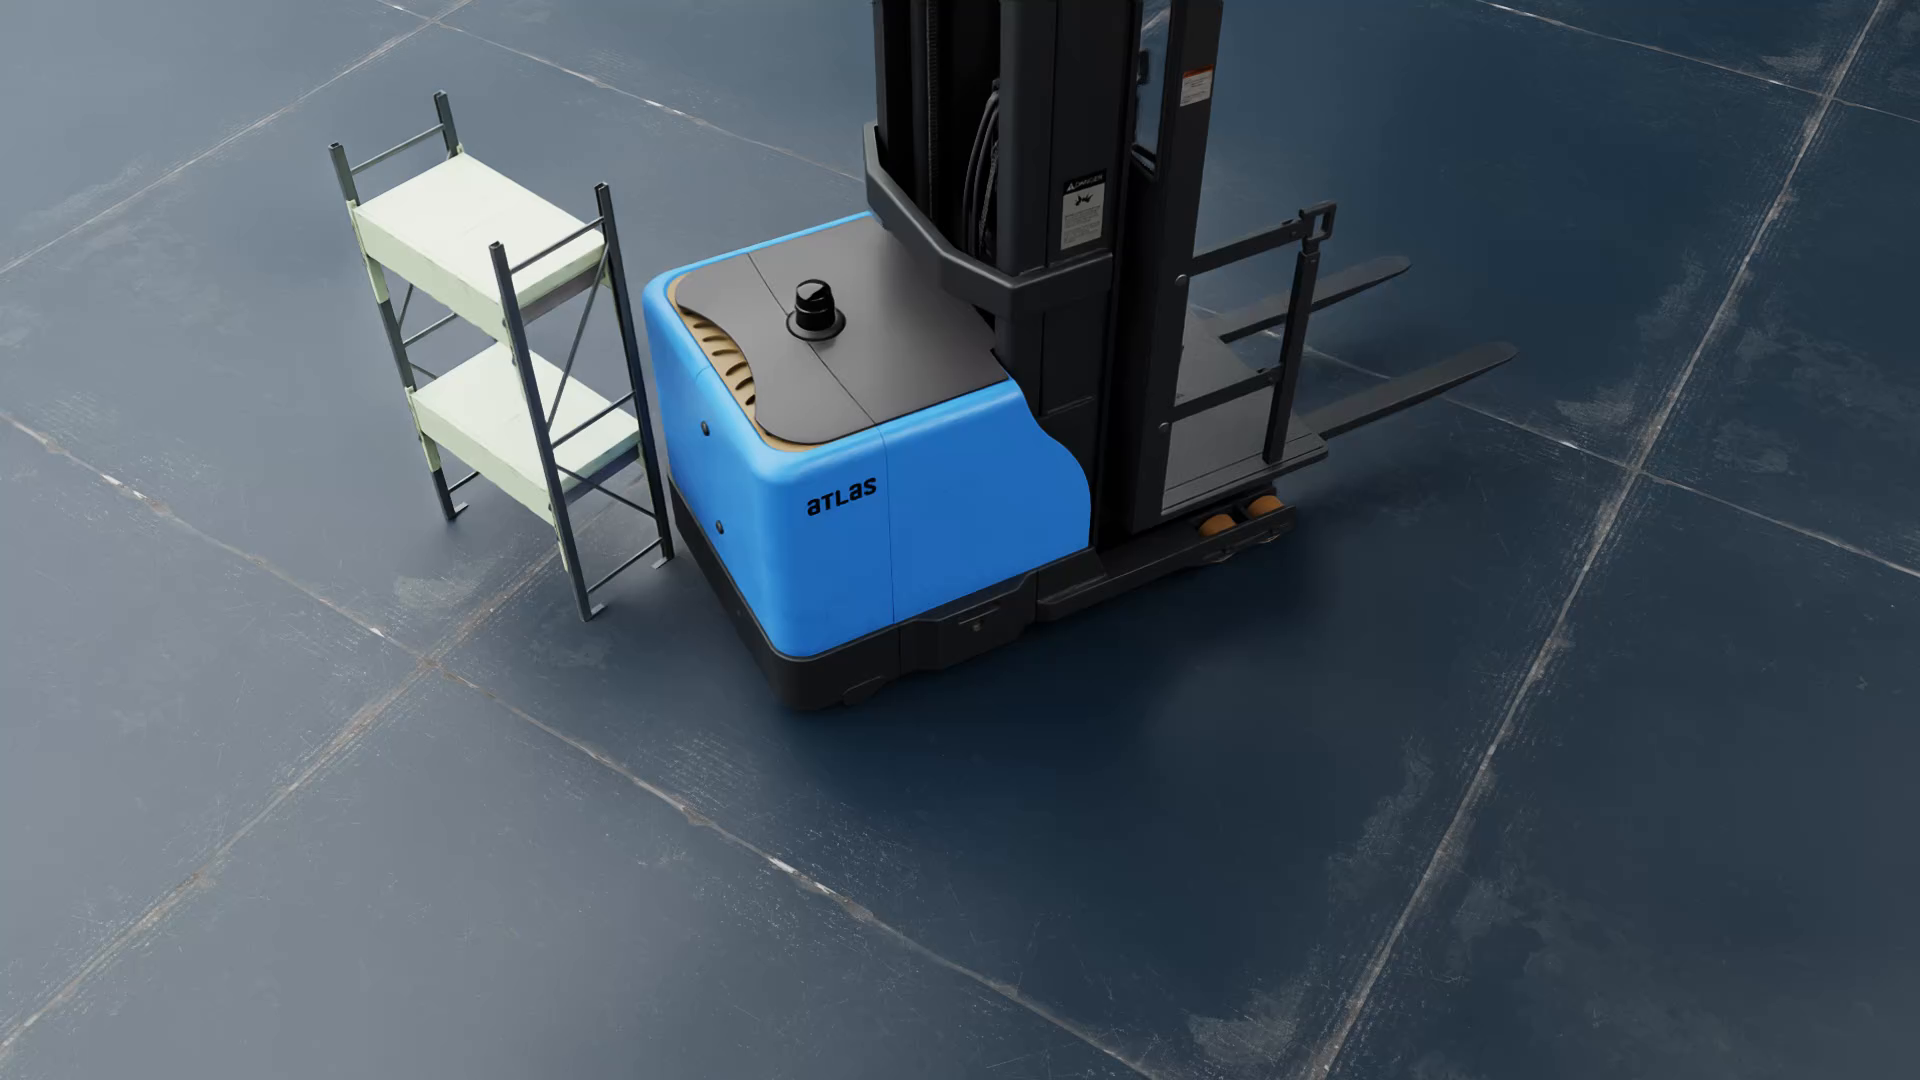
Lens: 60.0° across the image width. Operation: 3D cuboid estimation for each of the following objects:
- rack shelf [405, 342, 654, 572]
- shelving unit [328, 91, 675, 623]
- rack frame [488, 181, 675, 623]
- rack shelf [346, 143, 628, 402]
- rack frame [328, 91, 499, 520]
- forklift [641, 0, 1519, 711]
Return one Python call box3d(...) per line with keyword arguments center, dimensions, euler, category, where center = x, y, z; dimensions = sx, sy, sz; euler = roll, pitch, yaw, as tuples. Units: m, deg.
box3d(center=(-1.392, -0.307, 5.457), dimensions=(0.720, 0.370, 0.431), euler=(32, 54, 27), category="rack shelf")
box3d(center=(-1.392, -0.534, 5.223), dimensions=(0.755, 1.500, 0.431), euler=(32, 54, 27), category="shelving unit")
box3d(center=(-1.115, -0.362, 5.056), dimensions=(0.023, 1.500, 0.400), euler=(32, 54, 27), category="rack frame")
box3d(center=(-1.392, -0.806, 4.944), dimensions=(0.720, 0.370, 0.431), euler=(32, 54, 27), category="rack shelf")
box3d(center=(-1.669, -0.706, 5.390), dimensions=(0.023, 1.500, 0.400), euler=(32, 54, 27), category="rack frame")
box3d(center=(0.566, -1.259, 4.930), dimensions=(3.031, 2.935, 1.130), euler=(-21, 49, -19), category="forklift")
